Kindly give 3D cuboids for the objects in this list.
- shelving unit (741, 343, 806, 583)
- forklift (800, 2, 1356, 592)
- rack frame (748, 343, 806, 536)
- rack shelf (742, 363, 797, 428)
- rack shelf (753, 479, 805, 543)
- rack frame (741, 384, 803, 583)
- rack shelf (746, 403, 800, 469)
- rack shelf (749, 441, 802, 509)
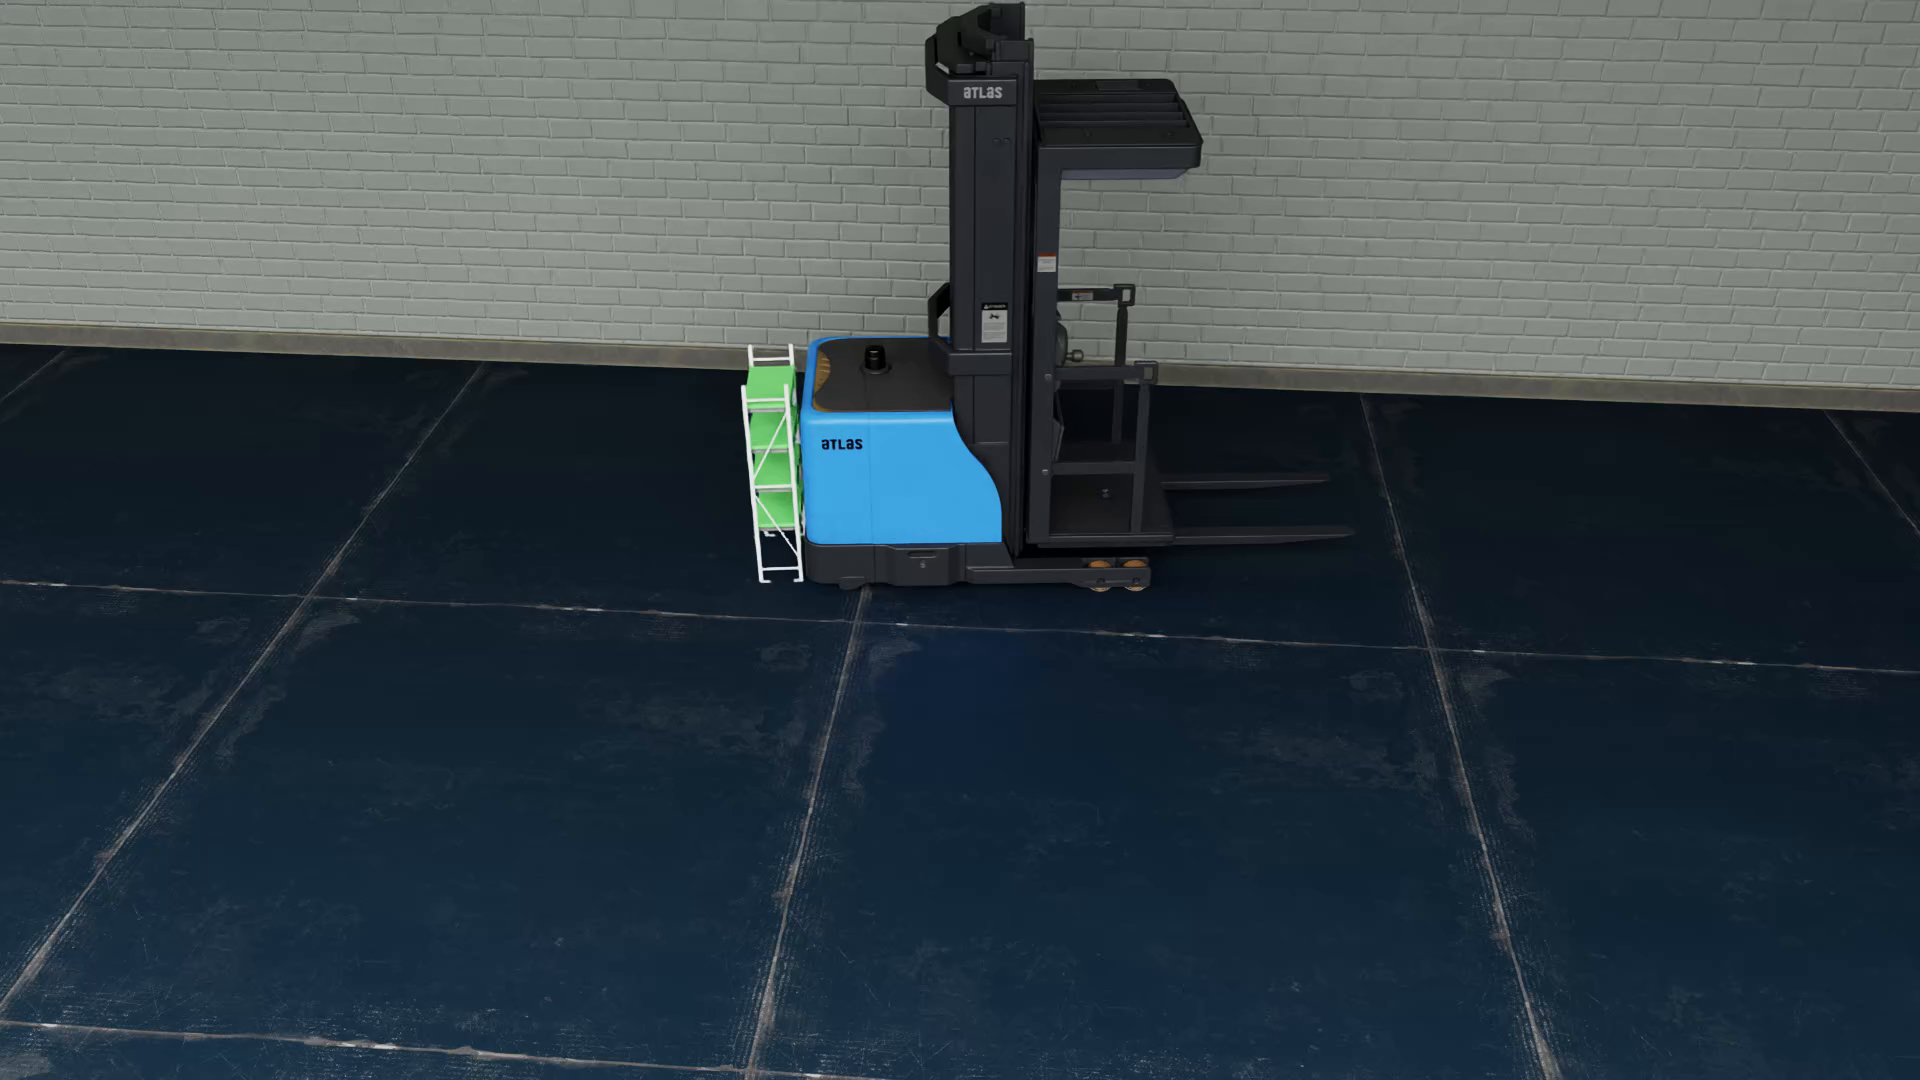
[{"bbox_3d":[-1.001,-0.412,9.051,0.258,1.200,0.503,-2,32,-1],"label":"shelving unit"},{"bbox_3d":[0.662,-1.246,8.758,3.031,2.935,1.130,-1,32,-1],"label":"forklift"},{"bbox_3d":[-1.010,-0.540,9.258,0.240,1.200,0.015,-2,32,-1],"label":"rack frame"},{"bbox_3d":[-1.008,-0.766,8.832,0.258,0.148,0.480,-2,32,-1],"label":"rack shelf"},{"bbox_3d":[-0.997,-0.153,9.210,0.258,0.148,0.480,-2,32,-1],"label":"rack shelf"},{"bbox_3d":[-0.992,-0.284,8.843,0.240,1.200,0.015,-2,32,-1],"label":"rack frame"},{"bbox_3d":[-1.004,-0.562,8.958,0.258,0.148,0.480,-2,32,-1],"label":"rack shelf"},{"bbox_3d":[-1.000,-0.357,9.084,0.258,0.148,0.480,-2,32,-1],"label":"rack shelf"}]
